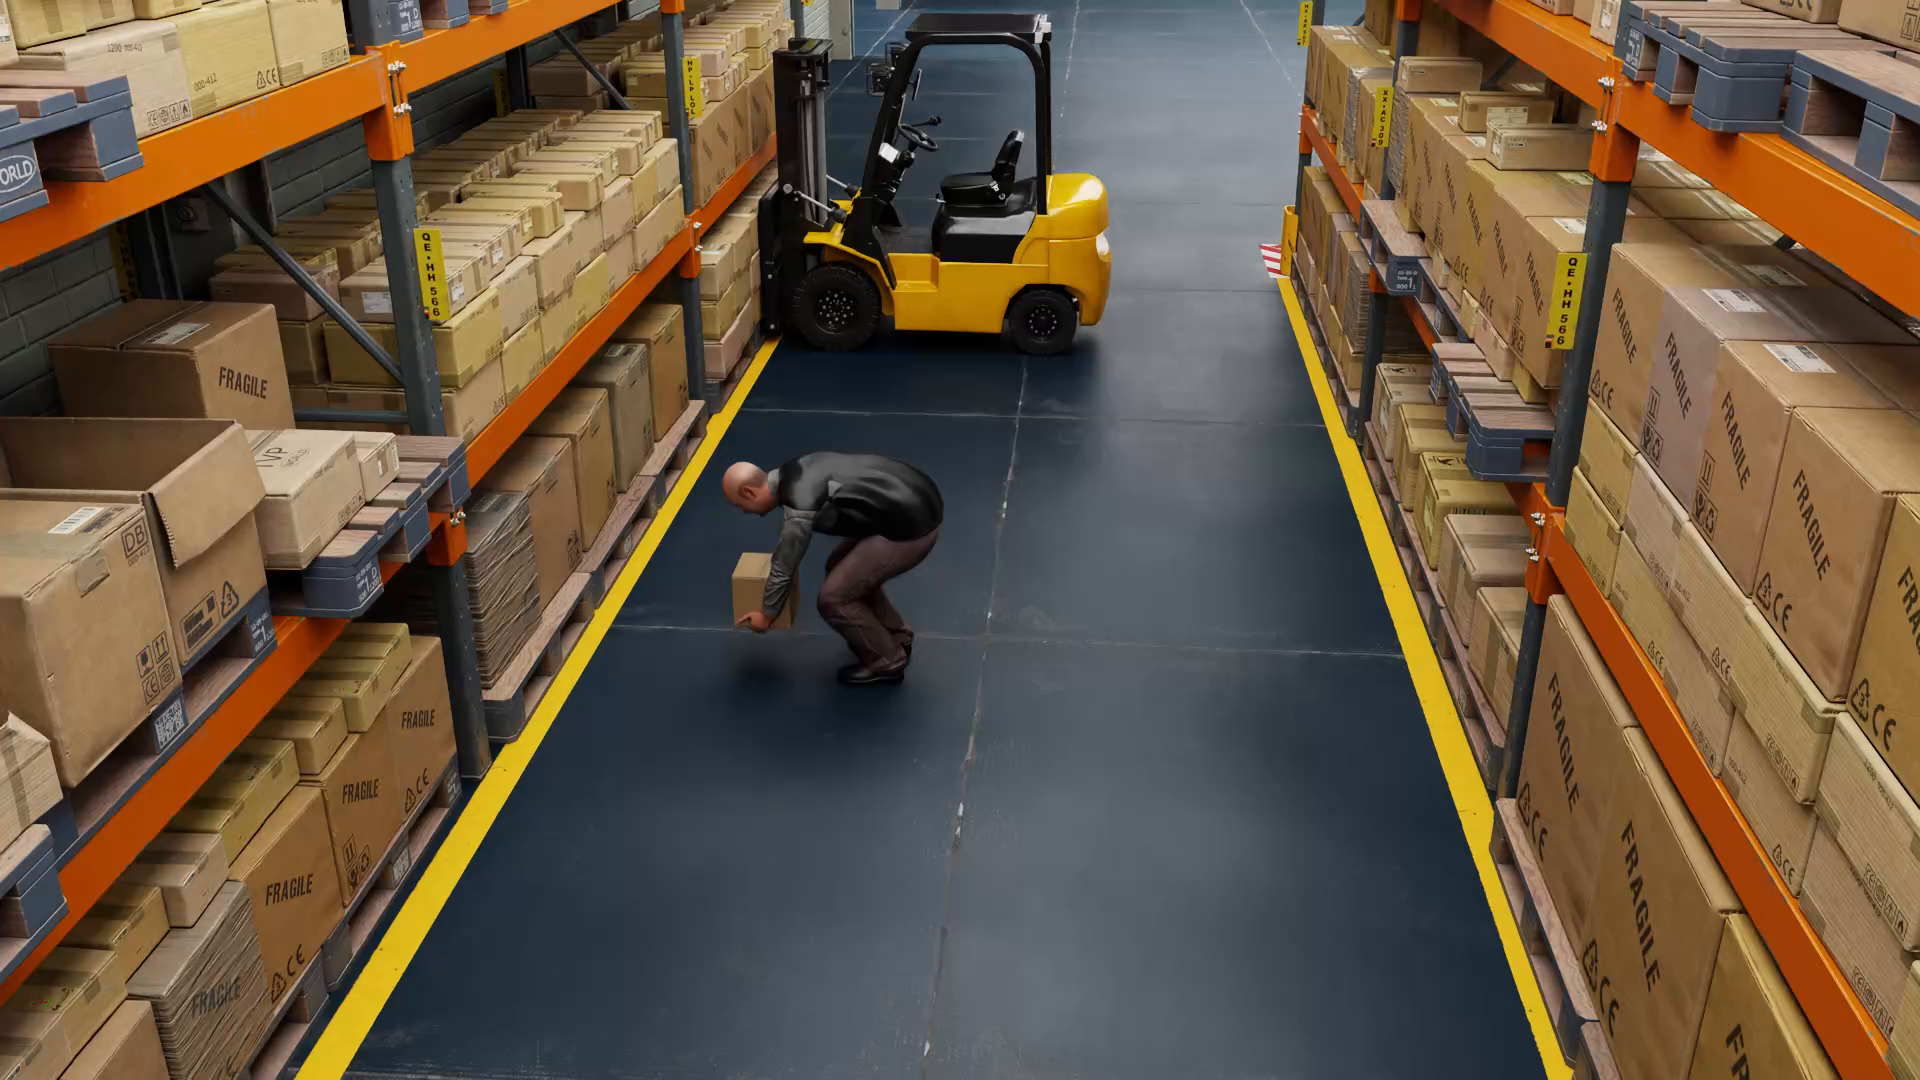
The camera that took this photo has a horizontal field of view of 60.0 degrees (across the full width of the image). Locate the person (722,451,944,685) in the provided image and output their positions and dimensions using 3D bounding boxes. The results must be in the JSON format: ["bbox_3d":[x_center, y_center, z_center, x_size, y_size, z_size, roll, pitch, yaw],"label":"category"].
[{"bbox_3d":[-0.544,0.103,7.273,0.949,1.008,0.514,1,24,2],"label":"person"}]
